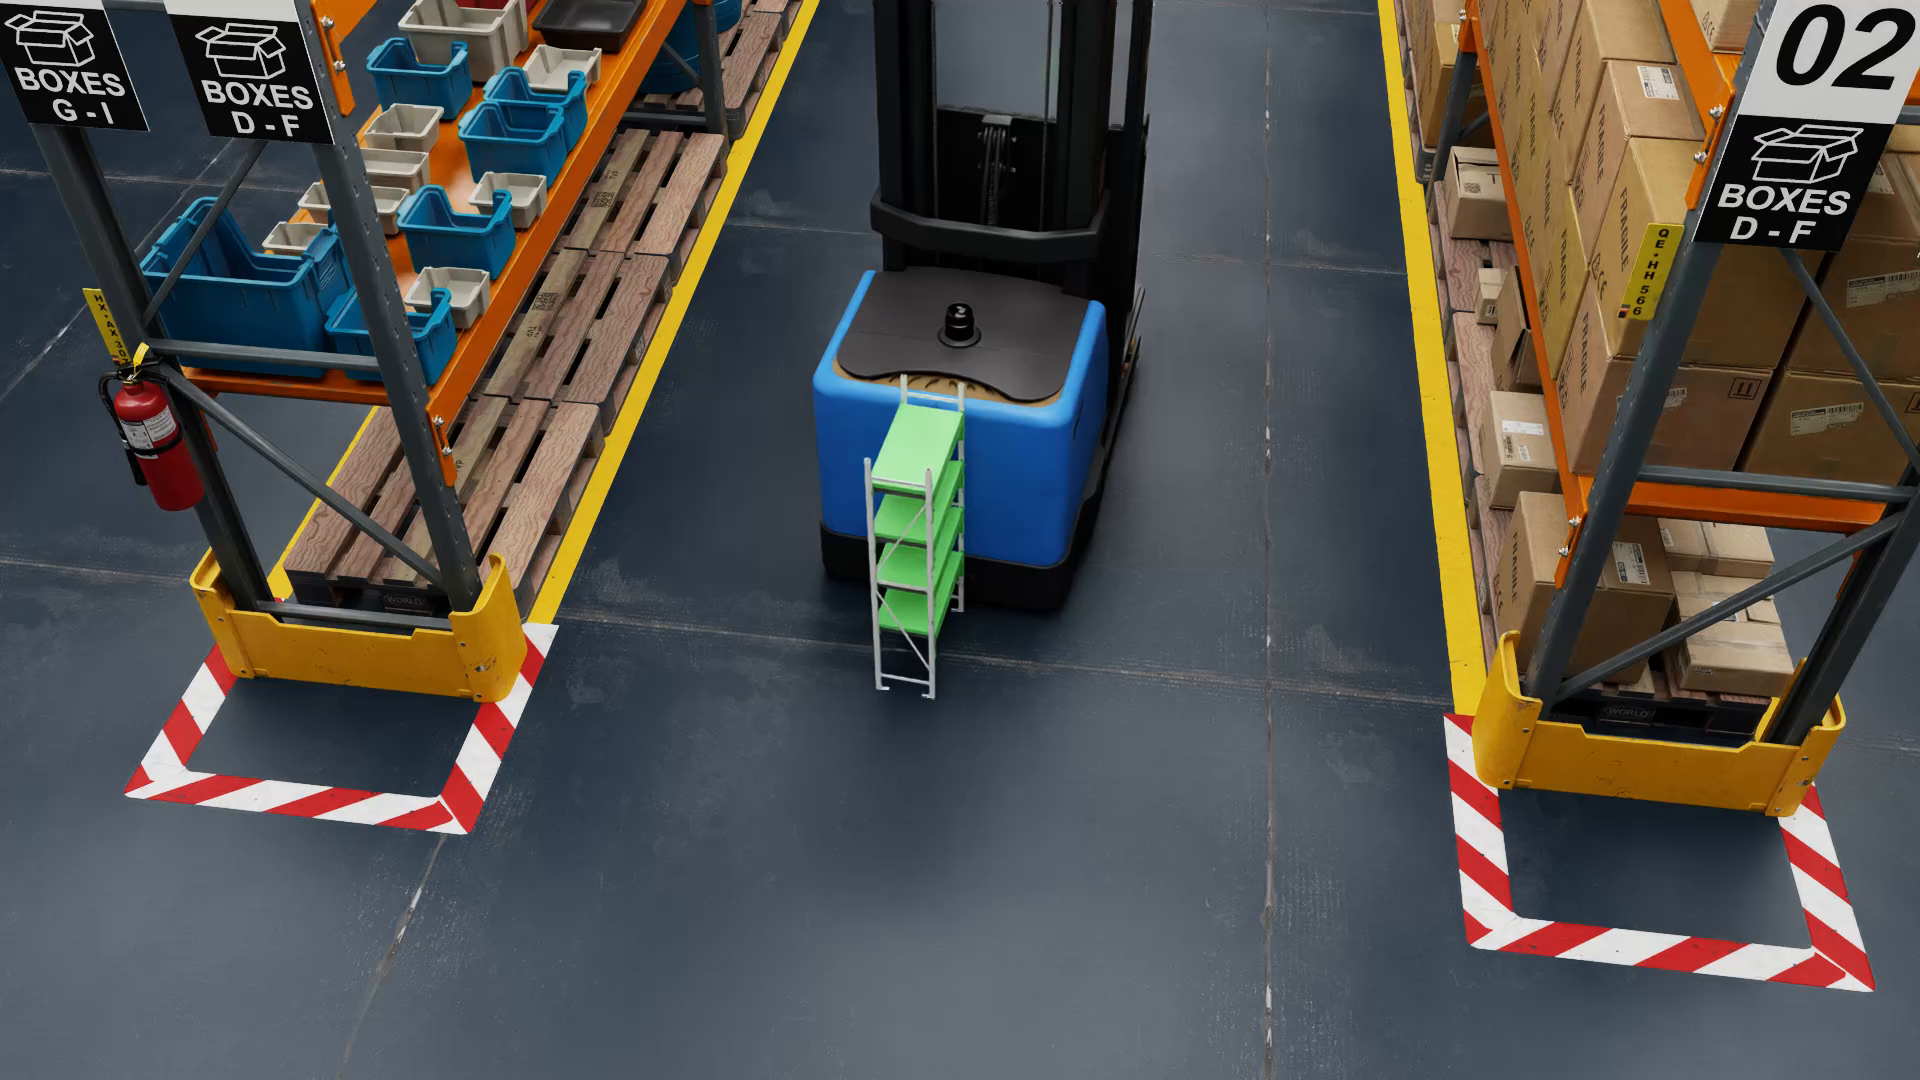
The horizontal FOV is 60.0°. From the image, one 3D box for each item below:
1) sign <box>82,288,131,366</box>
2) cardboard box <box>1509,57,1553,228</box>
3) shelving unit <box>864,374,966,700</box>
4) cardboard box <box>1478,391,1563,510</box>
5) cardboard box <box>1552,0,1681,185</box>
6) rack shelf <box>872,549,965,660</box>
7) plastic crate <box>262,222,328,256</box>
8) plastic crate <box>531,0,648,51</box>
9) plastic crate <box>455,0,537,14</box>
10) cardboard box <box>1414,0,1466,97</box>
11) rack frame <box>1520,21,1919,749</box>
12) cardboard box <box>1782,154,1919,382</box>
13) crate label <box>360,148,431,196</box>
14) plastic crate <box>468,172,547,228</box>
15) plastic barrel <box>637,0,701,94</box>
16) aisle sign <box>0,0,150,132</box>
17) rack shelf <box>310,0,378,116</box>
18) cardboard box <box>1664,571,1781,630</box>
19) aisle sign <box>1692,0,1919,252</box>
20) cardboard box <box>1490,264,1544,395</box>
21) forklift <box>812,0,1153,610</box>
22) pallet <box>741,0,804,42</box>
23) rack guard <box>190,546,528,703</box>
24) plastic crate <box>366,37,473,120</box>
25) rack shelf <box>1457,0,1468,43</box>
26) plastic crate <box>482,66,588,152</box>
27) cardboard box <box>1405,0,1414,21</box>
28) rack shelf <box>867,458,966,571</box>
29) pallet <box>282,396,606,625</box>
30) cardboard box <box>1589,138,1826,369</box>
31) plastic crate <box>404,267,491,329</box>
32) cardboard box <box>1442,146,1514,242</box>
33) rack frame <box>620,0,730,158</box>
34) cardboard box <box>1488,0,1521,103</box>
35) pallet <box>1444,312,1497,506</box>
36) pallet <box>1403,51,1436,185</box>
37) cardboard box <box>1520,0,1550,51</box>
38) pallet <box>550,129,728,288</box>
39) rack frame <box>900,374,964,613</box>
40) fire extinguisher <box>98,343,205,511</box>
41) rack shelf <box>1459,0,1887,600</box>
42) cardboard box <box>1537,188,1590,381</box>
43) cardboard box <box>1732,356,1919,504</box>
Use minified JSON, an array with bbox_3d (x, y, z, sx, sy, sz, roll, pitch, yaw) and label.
[{"bbox_3d":[-2.911,-0.725,5.715,0.100,0.325,0.005,5,44,6],"label":"sign"},{"bbox_3d":[2.538,-1.577,6.661,0.500,0.500,0.500,5,44,5],"label":"cardboard box"},{"bbox_3d":[-0.159,0.009,6.367,0.258,1.200,0.503,9,44,10],"label":"shelving unit"},{"bbox_3d":[2.529,-0.373,7.142,0.500,0.250,0.500,5,44,6],"label":"cardboard box"},{"bbox_3d":[2.462,-1.600,5.958,0.500,0.500,0.500,6,44,7],"label":"cardboard box"},{"bbox_3d":[-0.159,0.230,6.576,0.258,0.148,0.480,9,44,10],"label":"rack shelf"},{"bbox_3d":[-2.436,-1.125,6.405,0.396,0.136,0.243,5,44,6],"label":"plastic crate"},{"bbox_3d":[-1.717,-2.488,7.852,0.437,0.125,0.590,5,44,6],"label":"plastic crate"},{"bbox_3d":[-2.202,-2.812,7.948,0.402,0.464,0.583,5,44,6],"label":"plastic crate"},{"bbox_3d":[2.929,-2.851,9.577,0.500,0.500,0.500,5,44,6],"label":"cardboard box"},{"bbox_3d":[2.545,-0.174,5.252,1.000,3.000,0.127,5,44,6],"label":"rack frame"},{"bbox_3d":[2.865,-0.852,5.168,0.500,0.500,0.500,6,44,7],"label":"cardboard box"},{"bbox_3d":[-2.370,-1.513,6.815,0.396,0.136,0.243,5,44,6],"label":"crate label"},{"bbox_3d":[-1.791,-1.365,6.658,0.250,0.136,0.298,5,44,6],"label":"plastic crate"},{"bbox_3d":[-1.746,-3.113,9.576,0.600,0.901,0.708,5,44,6],"label":"plastic barrel"},{"bbox_3d":[-2.664,-1.548,4.813,0.394,0.787,0.004,5,44,6],"label":"aisle sign"},{"bbox_3d":[-2.100,-2.818,6.386,1.077,0.370,4.000,5,44,6],"label":"rack shelf"},{"bbox_3d":[2.975,0.270,6.523,0.380,0.166,0.250,5,44,6],"label":"cardboard box"},{"bbox_3d":[2.233,-1.099,4.339,0.394,0.787,0.004,5,44,6],"label":"aisle sign"},{"bbox_3d":[2.831,-0.873,7.486,0.797,0.503,0.637,5,44,6],"label":"cardboard box"},{"bbox_3d":[0.258,-1.805,7.024,1.130,2.935,3.031,9,44,10],"label":"forklift"},{"bbox_3d":[-1.533,-3.696,11.000,1.003,0.211,1.213,5,44,6],"label":"pallet"},{"bbox_3d":[-2.354,0.298,6.571,1.175,0.500,0.348,5,44,6],"label":"rack guard"},{"bbox_3d":[-2.347,-2.011,7.270,0.416,0.233,0.300,5,44,6],"label":"plastic crate"},{"bbox_3d":[3.339,-4.002,9.818,1.077,0.370,4.000,5,44,6],"label":"rack shelf"},{"bbox_3d":[-1.791,-1.828,7.077,0.416,0.233,0.300,5,44,6],"label":"plastic crate"},{"bbox_3d":[3.061,-3.539,10.304,0.500,0.500,0.500,4,44,4],"label":"cardboard box"},{"bbox_3d":[-0.159,-0.118,6.246,0.258,0.148,0.480,9,44,10],"label":"rack shelf"},{"bbox_3d":[-2.216,-0.173,7.279,1.003,0.211,1.213,5,44,6],"label":"pallet"},{"bbox_3d":[2.332,-0.902,5.221,0.500,0.500,0.500,5,44,5],"label":"cardboard box"},{"bbox_3d":[-1.880,-0.902,6.169,0.250,0.136,0.298,5,44,6],"label":"plastic crate"},{"bbox_3d":[2.804,-1.817,8.623,0.500,0.311,0.500,5,44,6],"label":"cardboard box"},{"bbox_3d":[-1.835,-3.353,8.609,1.000,3.000,0.127,5,44,6],"label":"rack frame"},{"bbox_3d":[2.672,-2.265,7.387,0.500,0.500,0.500,6,44,6],"label":"cardboard box"},{"bbox_3d":[2.824,-0.586,7.715,1.003,0.211,1.213,5,44,6],"label":"pallet"},{"bbox_3d":[3.144,-2.445,9.679,1.003,0.211,1.213,5,44,6],"label":"pallet"},{"bbox_3d":[2.597,-2.302,6.700,0.500,0.500,0.500,4,44,4],"label":"cardboard box"},{"bbox_3d":[-1.894,-1.836,9.035,1.003,0.211,1.213,5,44,6],"label":"pallet"},{"bbox_3d":[-0.102,-0.154,6.540,0.240,1.200,0.015,9,44,10],"label":"rack frame"},{"bbox_3d":[-2.834,-0.402,5.820,0.296,0.674,0.183,5,44,6],"label":"fire extinguisher"},{"bbox_3d":[2.810,-1.276,6.939,1.077,0.370,4.000,5,44,6],"label":"rack shelf"},{"bbox_3d":[2.400,-0.894,5.940,0.500,0.500,0.500,6,44,6],"label":"cardboard box"},{"bbox_3d":[2.865,-0.489,5.512,0.500,0.500,0.500,6,44,6],"label":"cardboard box"}]
